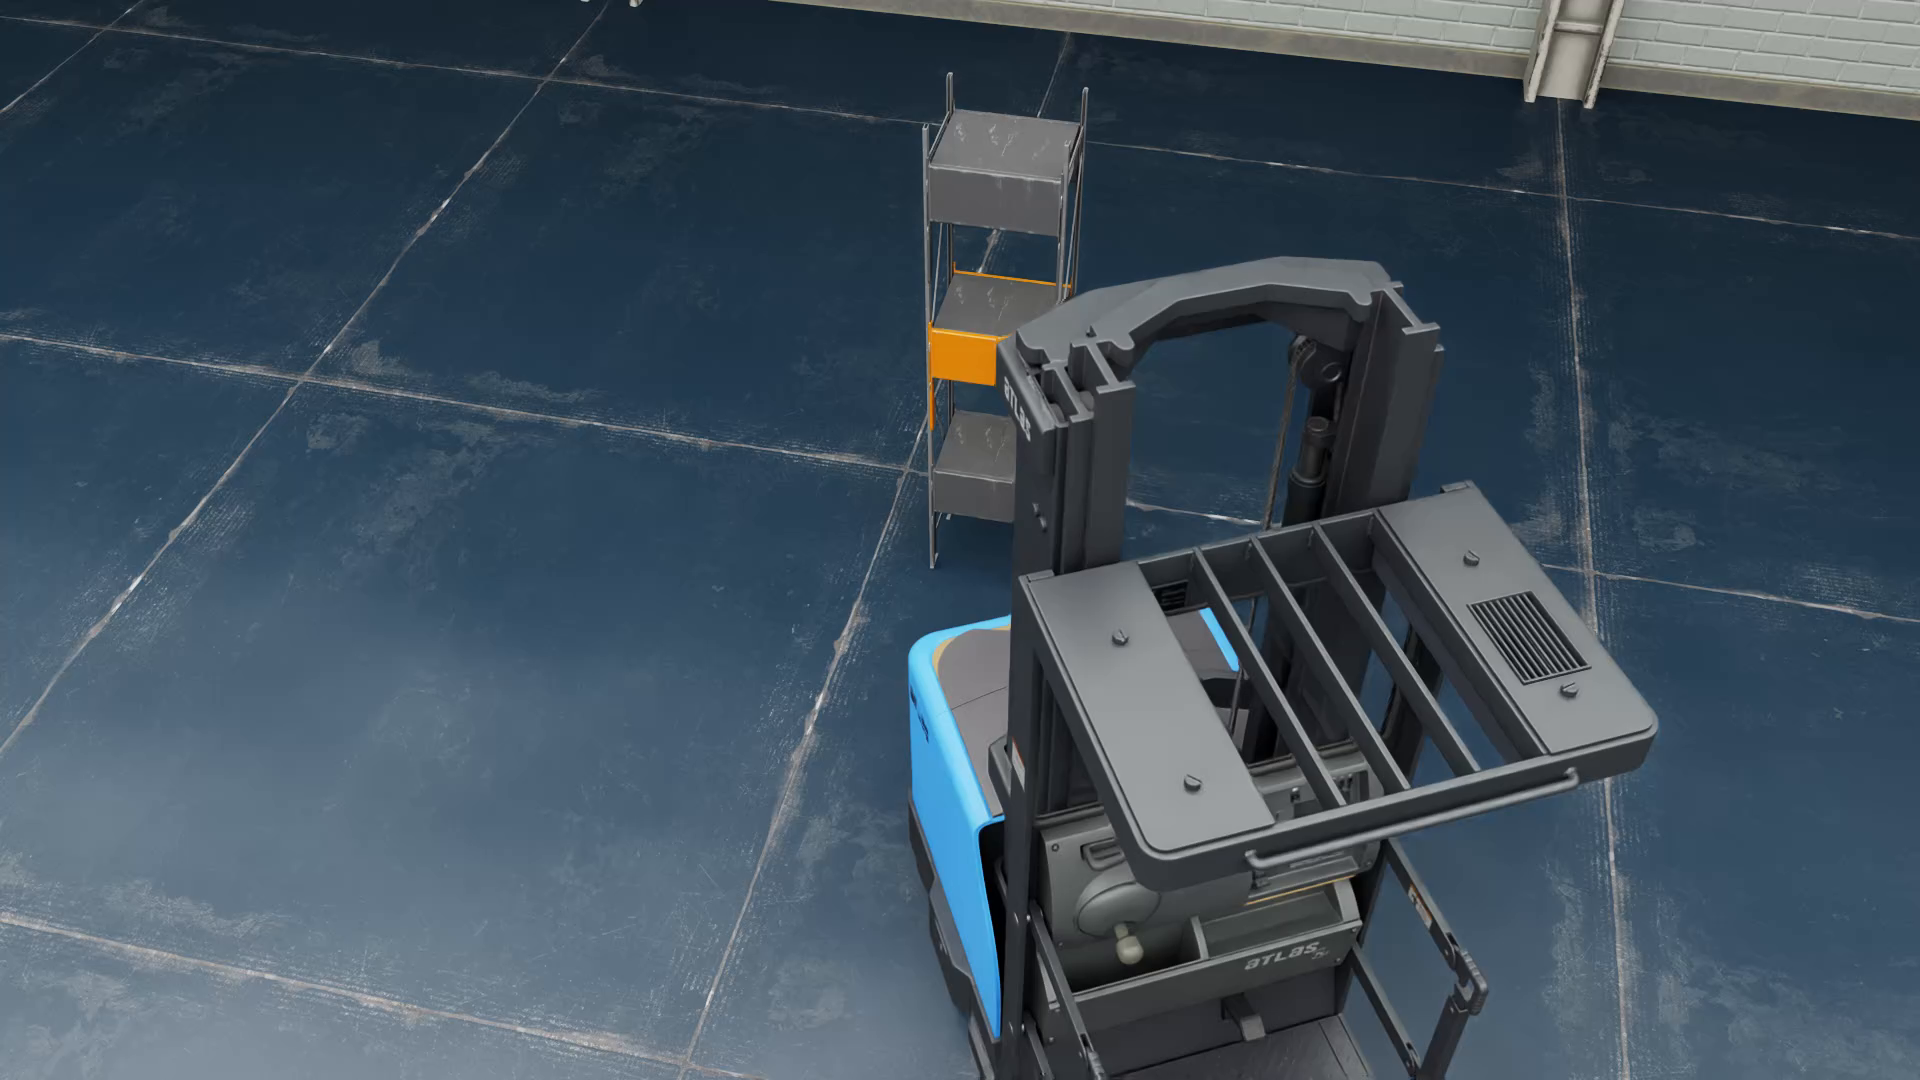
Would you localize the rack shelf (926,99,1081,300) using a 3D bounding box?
[{"bbox_3d":[0.162,-1.226,5.980,0.480,0.518,0.431,9,45,9],"label":"rack shelf"}]

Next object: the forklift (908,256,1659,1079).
[{"bbox_3d":[0.729,0.912,4.149,1.130,2.935,3.031,-12,45,-12],"label":"forklift"}]

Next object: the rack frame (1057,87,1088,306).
[{"bbox_3d":[0.400,-0.694,6.417,0.015,2.100,0.400,9,45,9],"label":"rack frame"}]

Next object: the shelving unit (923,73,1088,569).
[{"bbox_3d":[0.162,-0.731,6.456,0.503,2.100,0.431,9,45,9],"label":"shelving unit"}]

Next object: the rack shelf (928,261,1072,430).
[{"bbox_3d":[0.162,-0.722,6.465,0.480,0.518,0.431,9,45,9],"label":"rack shelf"}]

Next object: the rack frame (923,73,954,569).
[{"bbox_3d":[-0.077,-0.768,6.494,0.015,2.100,0.400,9,45,9],"label":"rack frame"}]

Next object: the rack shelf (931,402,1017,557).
[{"bbox_3d":[0.162,-0.217,6.951,0.480,0.518,0.431,9,45,9],"label":"rack shelf"}]

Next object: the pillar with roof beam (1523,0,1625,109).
[{"bbox_3d":[2.659,-3.023,3.862,0.400,9.000,9.100,9,45,9],"label":"pillar with roof beam"}]
